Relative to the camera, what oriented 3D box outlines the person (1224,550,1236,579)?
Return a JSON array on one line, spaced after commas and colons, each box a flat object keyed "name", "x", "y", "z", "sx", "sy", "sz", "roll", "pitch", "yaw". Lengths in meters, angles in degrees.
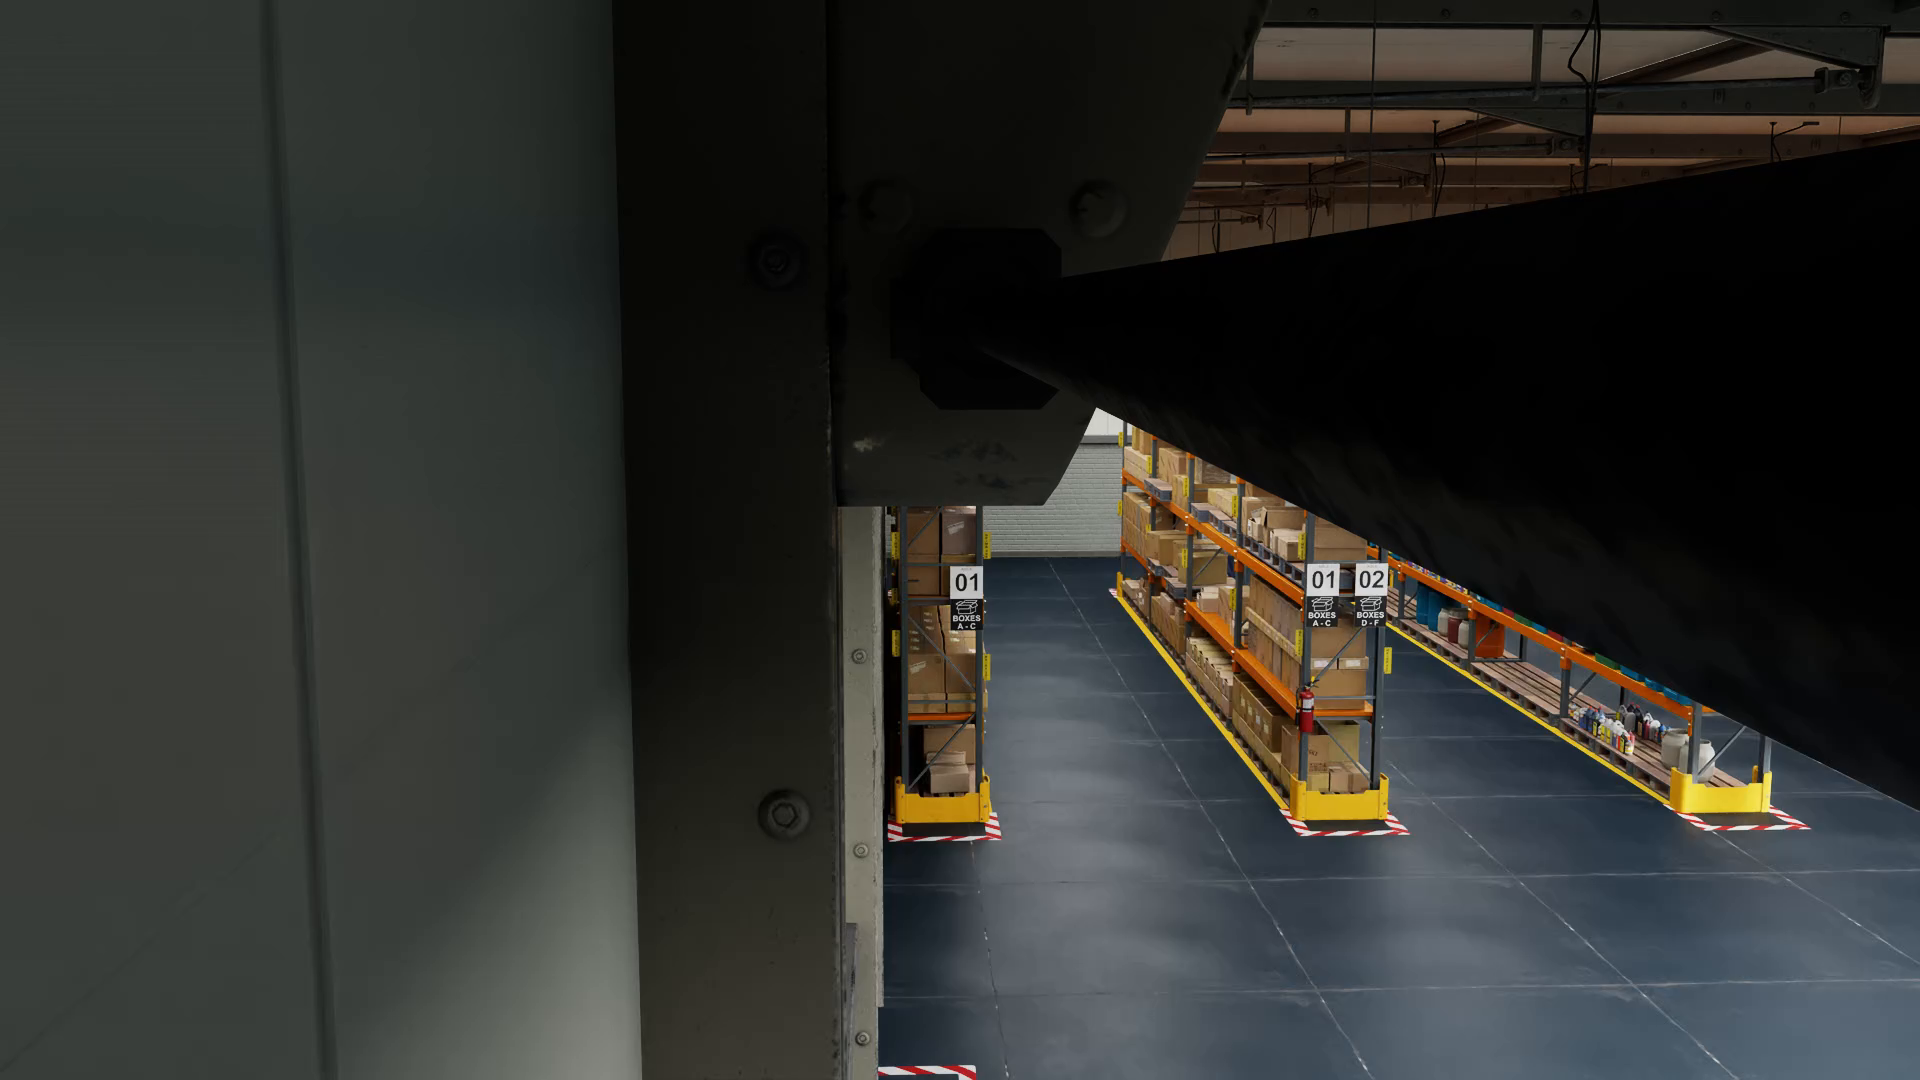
[{"name": "person", "x": 5.810, "y": 0.543, "z": 36.591, "sx": 0.716, "sy": 1.355, "sz": 0.530, "roll": -5, "pitch": 9, "yaw": -29}]
